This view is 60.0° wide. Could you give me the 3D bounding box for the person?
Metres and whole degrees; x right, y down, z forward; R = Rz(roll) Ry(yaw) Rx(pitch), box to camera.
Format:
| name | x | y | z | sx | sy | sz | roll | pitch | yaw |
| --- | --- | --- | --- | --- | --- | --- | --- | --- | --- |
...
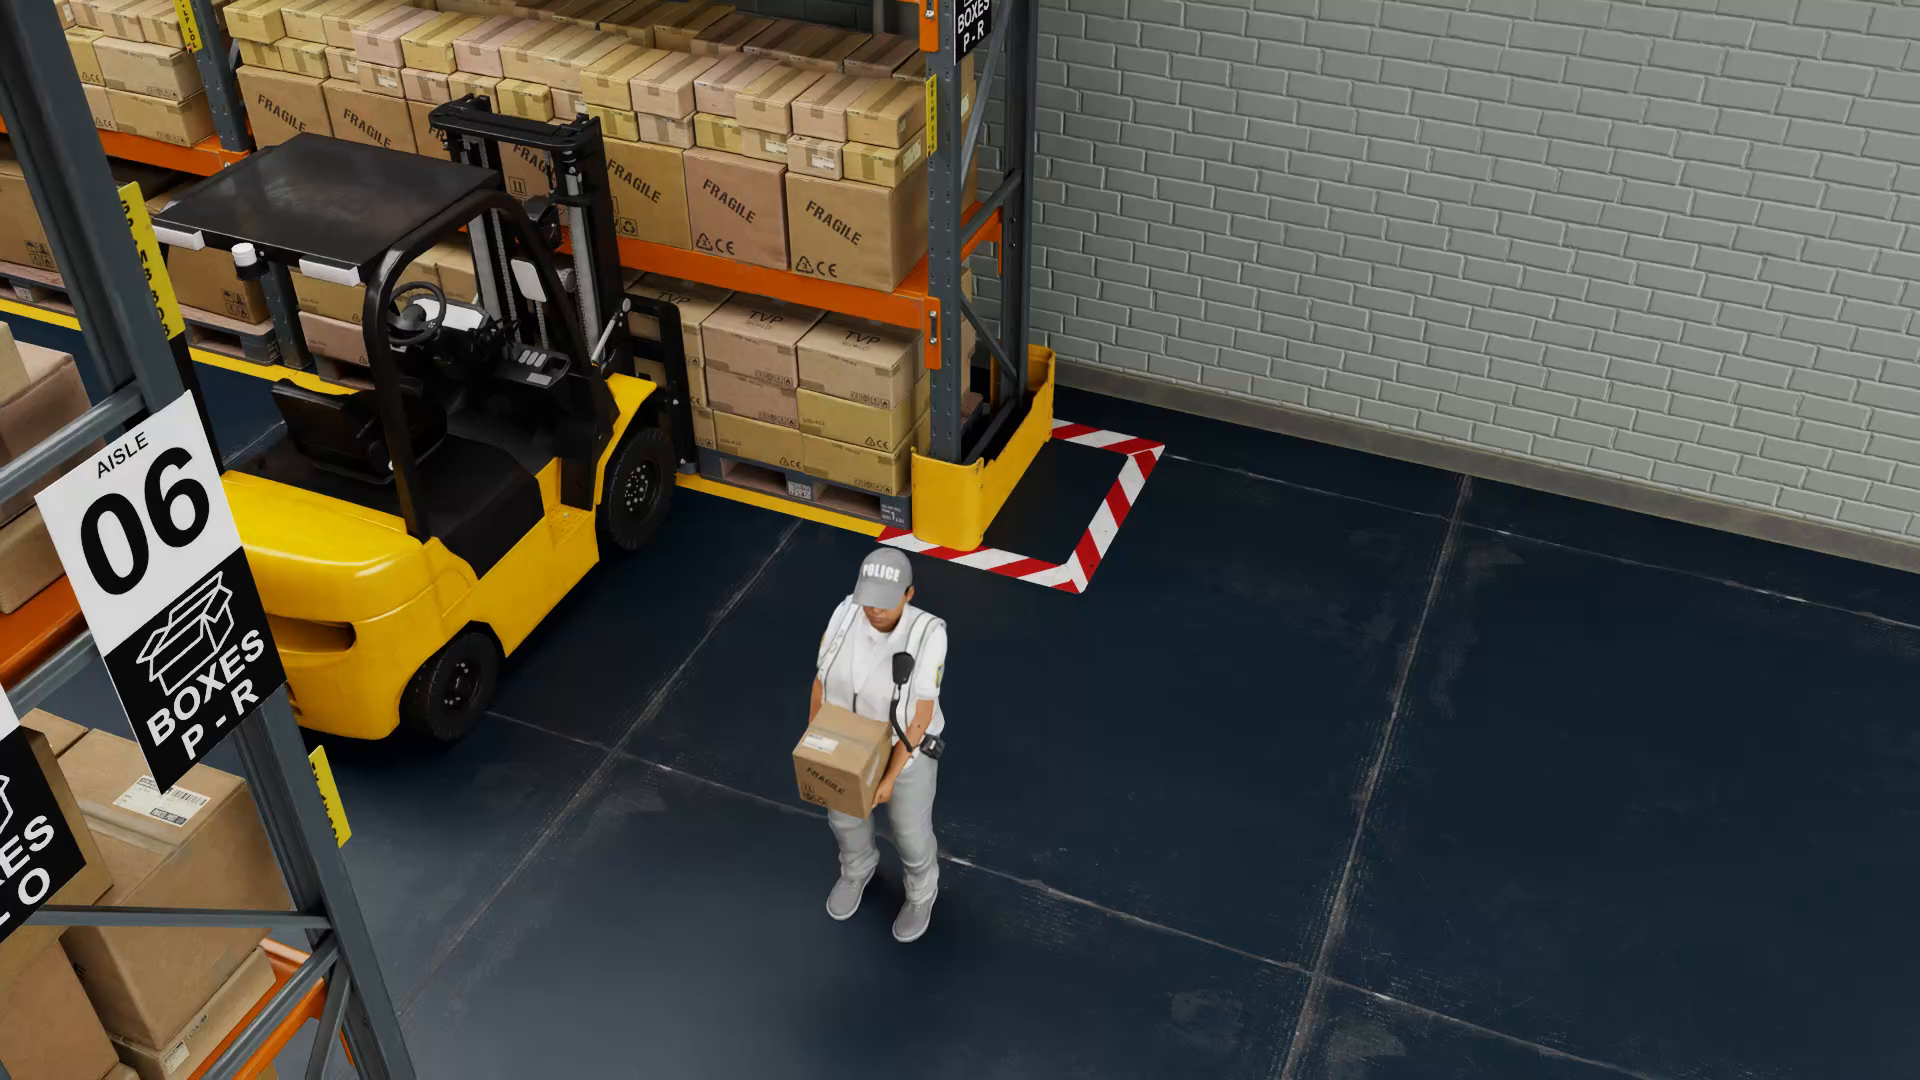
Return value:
| name | x | y | z | sx | sy | sz | roll | pitch | yaw |
| --- | --- | --- | --- | --- | --- | --- | --- | --- | --- |
| person | -0.283 | 0.784 | 5.949 | 0.425 | 1.350 | 0.384 | 15 | 40 | 18 |
